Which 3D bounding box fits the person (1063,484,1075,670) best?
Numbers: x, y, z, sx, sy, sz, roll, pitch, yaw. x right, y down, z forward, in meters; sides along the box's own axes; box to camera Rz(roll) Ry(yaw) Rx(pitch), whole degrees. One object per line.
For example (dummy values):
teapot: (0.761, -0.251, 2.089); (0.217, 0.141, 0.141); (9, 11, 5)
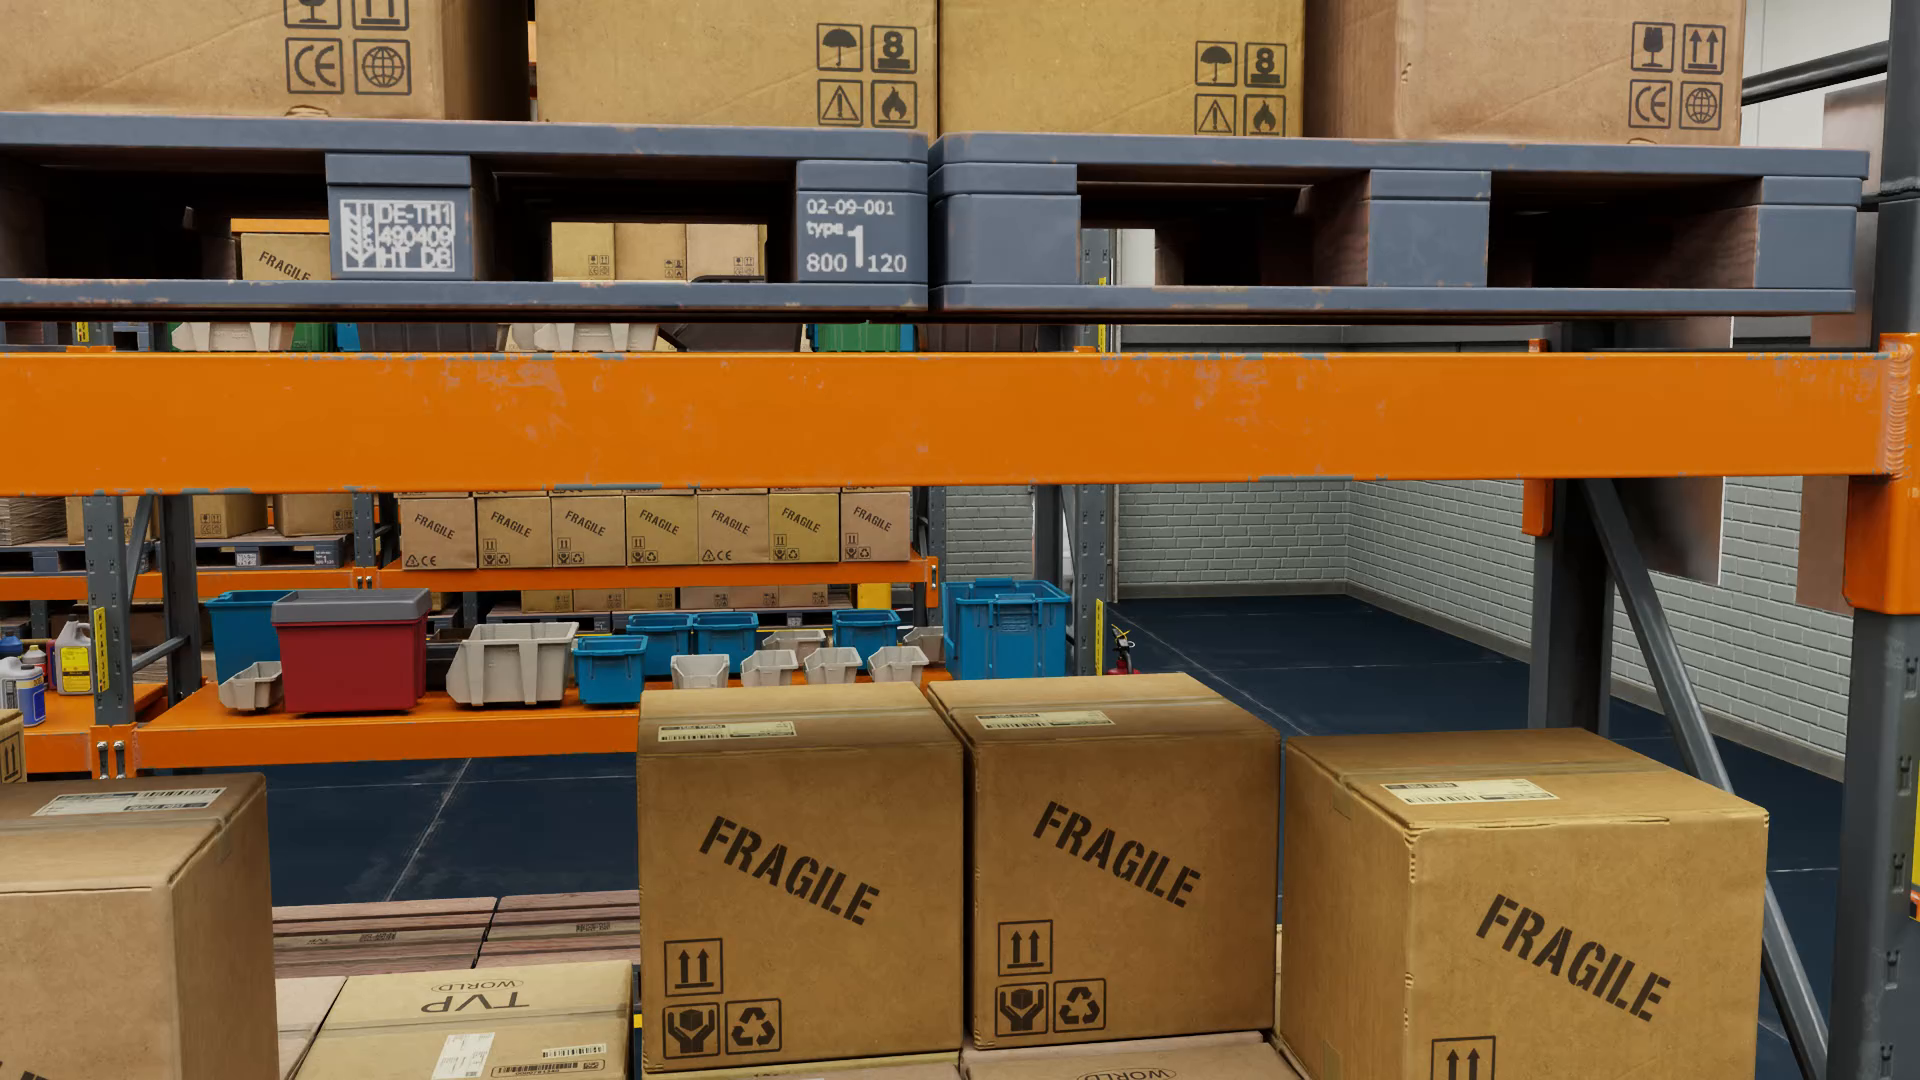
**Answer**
person: (0.952, 0.268, 14.598); (0.538, 1.751, 0.753); (-1, 6, -7)
